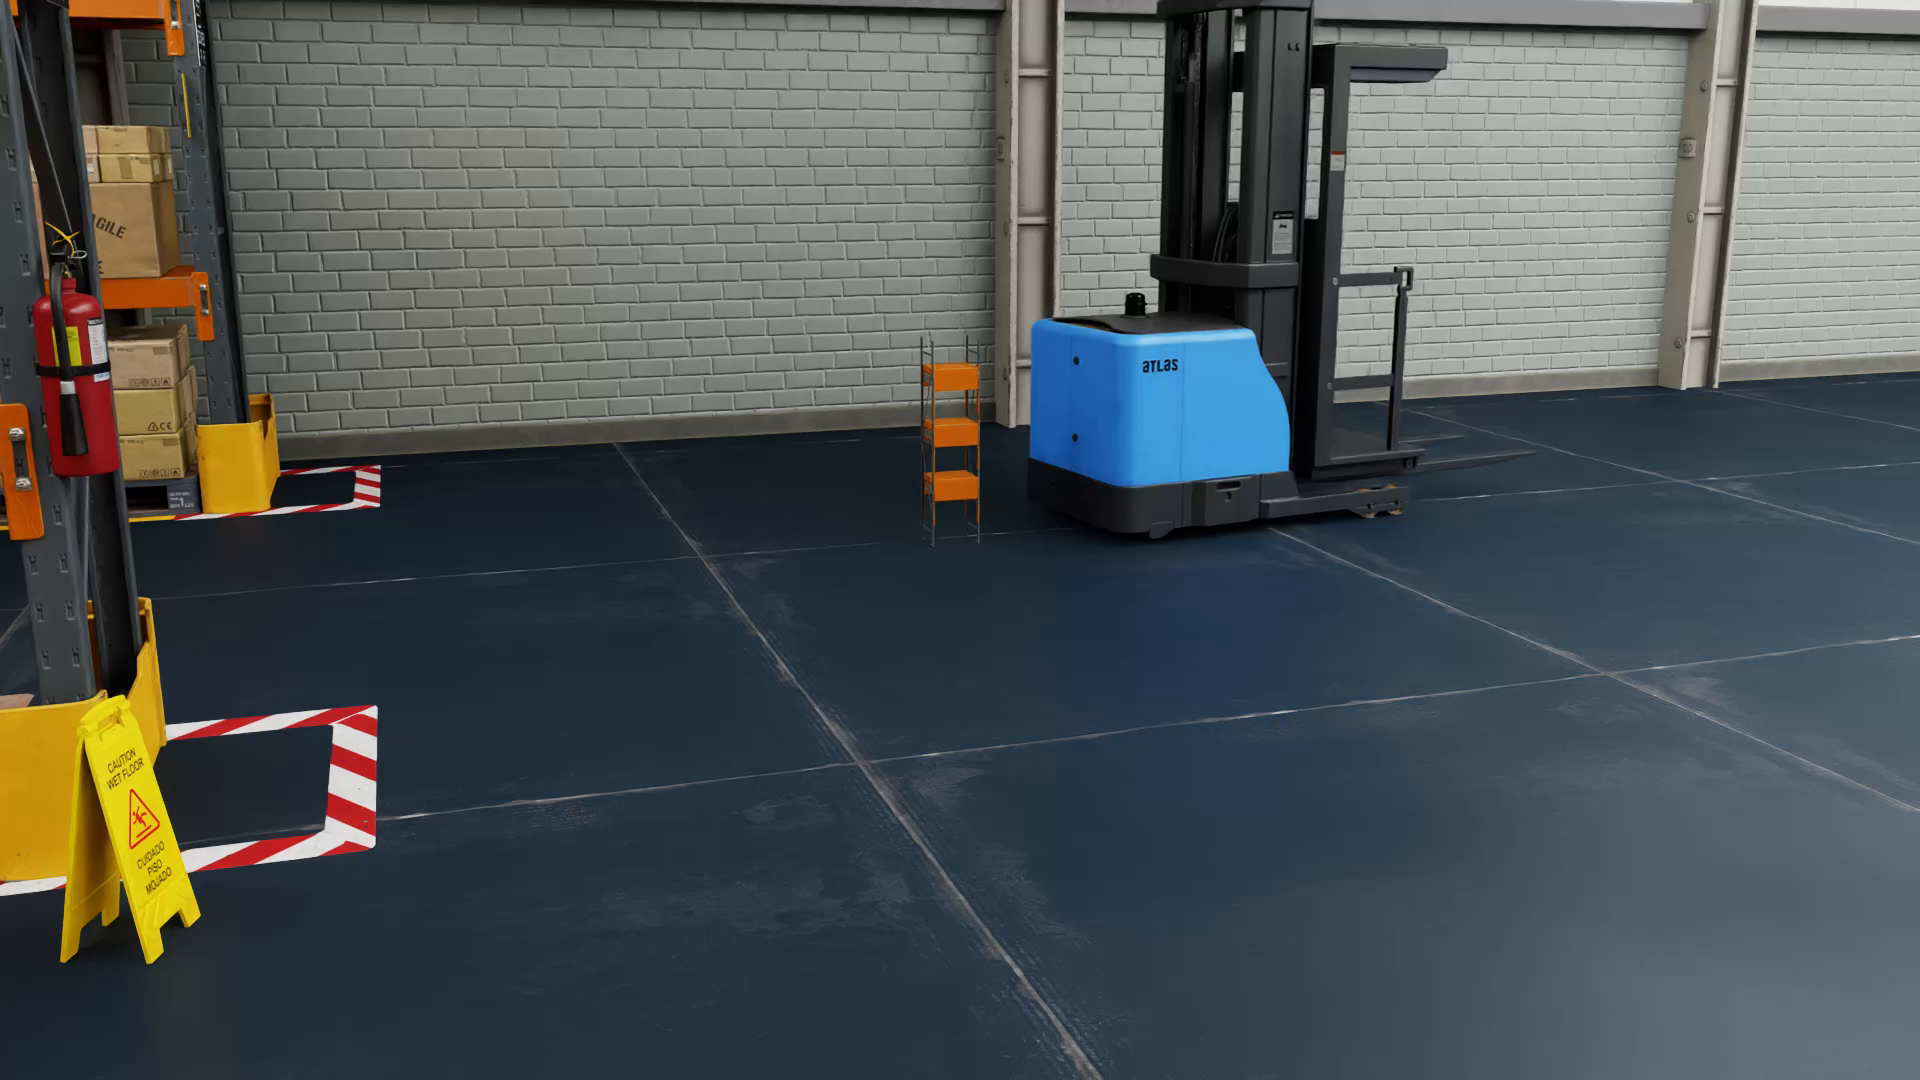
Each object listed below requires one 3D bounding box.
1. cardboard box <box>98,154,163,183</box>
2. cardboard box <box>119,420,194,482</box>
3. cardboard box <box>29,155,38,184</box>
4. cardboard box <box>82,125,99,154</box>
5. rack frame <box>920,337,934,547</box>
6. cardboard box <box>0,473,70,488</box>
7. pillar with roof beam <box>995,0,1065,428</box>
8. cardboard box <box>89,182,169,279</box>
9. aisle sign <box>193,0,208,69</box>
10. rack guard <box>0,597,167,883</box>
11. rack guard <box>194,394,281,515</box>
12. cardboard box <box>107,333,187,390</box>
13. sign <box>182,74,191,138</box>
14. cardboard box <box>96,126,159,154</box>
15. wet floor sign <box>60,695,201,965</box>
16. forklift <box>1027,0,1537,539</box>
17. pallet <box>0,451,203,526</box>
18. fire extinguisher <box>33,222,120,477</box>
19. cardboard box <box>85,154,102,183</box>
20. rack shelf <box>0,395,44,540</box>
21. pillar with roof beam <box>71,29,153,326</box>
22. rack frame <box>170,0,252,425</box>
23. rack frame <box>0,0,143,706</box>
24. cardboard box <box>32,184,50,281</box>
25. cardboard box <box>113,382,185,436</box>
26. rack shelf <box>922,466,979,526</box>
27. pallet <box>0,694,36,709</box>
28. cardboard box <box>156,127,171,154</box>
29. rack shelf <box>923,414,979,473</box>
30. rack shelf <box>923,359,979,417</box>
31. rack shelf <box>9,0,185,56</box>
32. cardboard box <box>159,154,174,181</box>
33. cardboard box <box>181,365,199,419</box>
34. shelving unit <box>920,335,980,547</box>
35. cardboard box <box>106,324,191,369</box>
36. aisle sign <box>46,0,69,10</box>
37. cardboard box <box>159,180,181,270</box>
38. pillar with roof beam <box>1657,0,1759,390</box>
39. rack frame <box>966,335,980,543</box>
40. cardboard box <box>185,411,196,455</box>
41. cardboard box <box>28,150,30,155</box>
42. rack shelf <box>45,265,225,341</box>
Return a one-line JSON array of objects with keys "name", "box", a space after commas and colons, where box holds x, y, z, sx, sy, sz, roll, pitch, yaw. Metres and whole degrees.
[{"name": "cardboard box", "box": [-4.487, -2.012, 9.003, 0.250, 0.149, 0.380, -4, 14, -17]}, {"name": "cardboard box", "box": [-4.592, -0.498, 9.288, 0.500, 0.250, 0.500, -4, 14, -18]}, {"name": "cardboard box", "box": [-4.985, -1.981, 8.872, 0.250, 0.149, 0.380, -4, 14, -17]}, {"name": "cardboard box", "box": [-4.744, -2.146, 8.924, 0.250, 0.149, 0.380, -4, 14, -18]}, {"name": "rack frame", "box": [-0.166, -0.498, 8.467, 0.008, 1.050, 0.200, -4, 14, -18]}, {"name": "cardboard box", "box": [-5.066, -0.463, 9.142, 0.500, 0.250, 0.500, -4, 14, -18]}, {"name": "pillar with roof beam", "box": [1.865, -4.299, 7.268, 0.400, 9.000, 9.100, -4, 14, -18]}, {"name": "cardboard box", "box": [-4.630, -1.690, 9.049, 0.500, 0.500, 0.500, -5, 14, -19]}, {"name": "aisle sign", "box": [-4.091, -2.940, 8.904, 0.004, 0.787, 0.394, -4, 14, -18]}, {"name": "rack guard", "box": [-2.733, 0.575, 5.145, 0.348, 0.500, 1.175, -4, 14, -18]}, {"name": "rack guard", "box": [-4.225, -0.521, 9.752, 0.348, 0.500, 1.175, -4, 14, -18]}, {"name": "cardboard box", "box": [-4.584, -0.986, 9.179, 0.500, 0.250, 0.500, -4, 14, -16]}, {"name": "sign", "box": [-4.088, -2.294, 8.789, 0.005, 0.325, 0.100, -4, 14, -18]}, {"name": "cardboard box", "box": [-4.520, -2.171, 9.029, 0.250, 0.149, 0.380, -4, 14, -18]}, {"name": "wet floor sign", "box": [-2.139, 0.719, 4.225, 0.232, 0.644, 0.267, 0, 13, 1]}, {"name": "forklift", "box": [1.927, -1.645, 9.225, 3.031, 2.935, 1.130, -7, 15, -26]}, {"name": "pallet", "box": [-4.959, -0.313, 9.502, 1.213, 0.211, 1.003, -4, 14, -18]}, {"name": "fire extinguisher", "box": [-2.405, -0.517, 4.499, 0.183, 0.674, 0.296, -4, 14, -18]}, {"name": "cardboard box", "box": [-4.719, -1.987, 8.896, 0.250, 0.149, 0.380, -4, 14, -17]}, {"name": "rack shelf", "box": [-4.556, -0.149, 4.342, 4.000, 0.370, 1.077, -4, 14, -18]}, {"name": "pillar with roof beam", "box": [-3.822, -3.856, 5.407, 0.400, 9.000, 9.100, -4, 14, -18]}, {"name": "rack frame", "box": [-4.247, -1.735, 9.455, 0.127, 3.000, 1.000, -4, 14, -18]}, {"name": "rack frame", "box": [-2.661, -0.647, 4.880, 0.127, 3.000, 1.000, -4, 14, -18]}, {"name": "cardboard box", "box": [-5.125, -1.654, 8.897, 0.500, 0.500, 0.500, -4, 14, -16]}, {"name": "cardboard box", "box": [-4.609, -0.740, 9.228, 0.500, 0.250, 0.500, -5, 14, -19]}, {"name": "rack shelf", "box": [-0.051, -0.226, 8.571, 0.240, 0.259, 0.215, -4, 14, -18]}, {"name": "pallet", "box": [-3.514, 0.768, 4.959, 1.213, 0.211, 1.003, -4, 14, -18]}, {"name": "cardboard box", "box": [-4.634, -2.266, 9.427, 0.250, 0.149, 0.380, -5, 14, -19]}, {"name": "rack shelf", "box": [-0.051, -0.497, 8.507, 0.240, 0.259, 0.215, -4, 14, -18]}, {"name": "rack shelf", "box": [-0.051, -0.773, 8.441, 0.240, 0.259, 0.215, -4, 14, -18]}, {"name": "rack shelf", "box": [-6.143, -2.697, 8.571, 4.000, 0.370, 1.077, -4, 14, -18]}, {"name": "cardboard box", "box": [-4.652, -2.131, 9.503, 0.250, 0.149, 0.380, -5, 14, -20]}, {"name": "cardboard box", "box": [-4.759, -0.856, 9.713, 0.500, 0.250, 0.500, -4, 14, -17]}, {"name": "shelving unit", "box": [-0.051, -0.507, 8.505, 0.252, 1.050, 0.215, -4, 14, -18]}, {"name": "cardboard box", "box": [-4.763, -1.094, 9.635, 0.500, 0.250, 0.500, -5, 14, -19]}, {"name": "aisle sign", "box": [-2.701, -1.984, 4.884, 0.004, 0.787, 0.394, -4, 14, -18]}, {"name": "cardboard box", "box": [-4.806, -1.808, 9.546, 0.500, 0.500, 0.500, -4, 14, -16]}, {"name": "pillar with roof beam", "box": [7.552, -4.741, 9.130, 0.400, 9.000, 9.100, -4, 14, -18]}, {"name": "rack frame", "box": [0.065, -0.516, 8.543, 0.008, 1.050, 0.200, -4, 14, -18]}, {"name": "cardboard box", "box": [-4.775, -0.608, 9.753, 0.500, 0.250, 0.500, -4, 14, -18]}, {"name": "cardboard box", "box": [-4.983, -2.121, 8.817, 0.250, 0.149, 0.380, -4, 14, -17]}, {"name": "rack shelf", "box": [-6.143, -1.238, 8.918, 4.000, 0.370, 1.077, -4, 14, -18]}]
